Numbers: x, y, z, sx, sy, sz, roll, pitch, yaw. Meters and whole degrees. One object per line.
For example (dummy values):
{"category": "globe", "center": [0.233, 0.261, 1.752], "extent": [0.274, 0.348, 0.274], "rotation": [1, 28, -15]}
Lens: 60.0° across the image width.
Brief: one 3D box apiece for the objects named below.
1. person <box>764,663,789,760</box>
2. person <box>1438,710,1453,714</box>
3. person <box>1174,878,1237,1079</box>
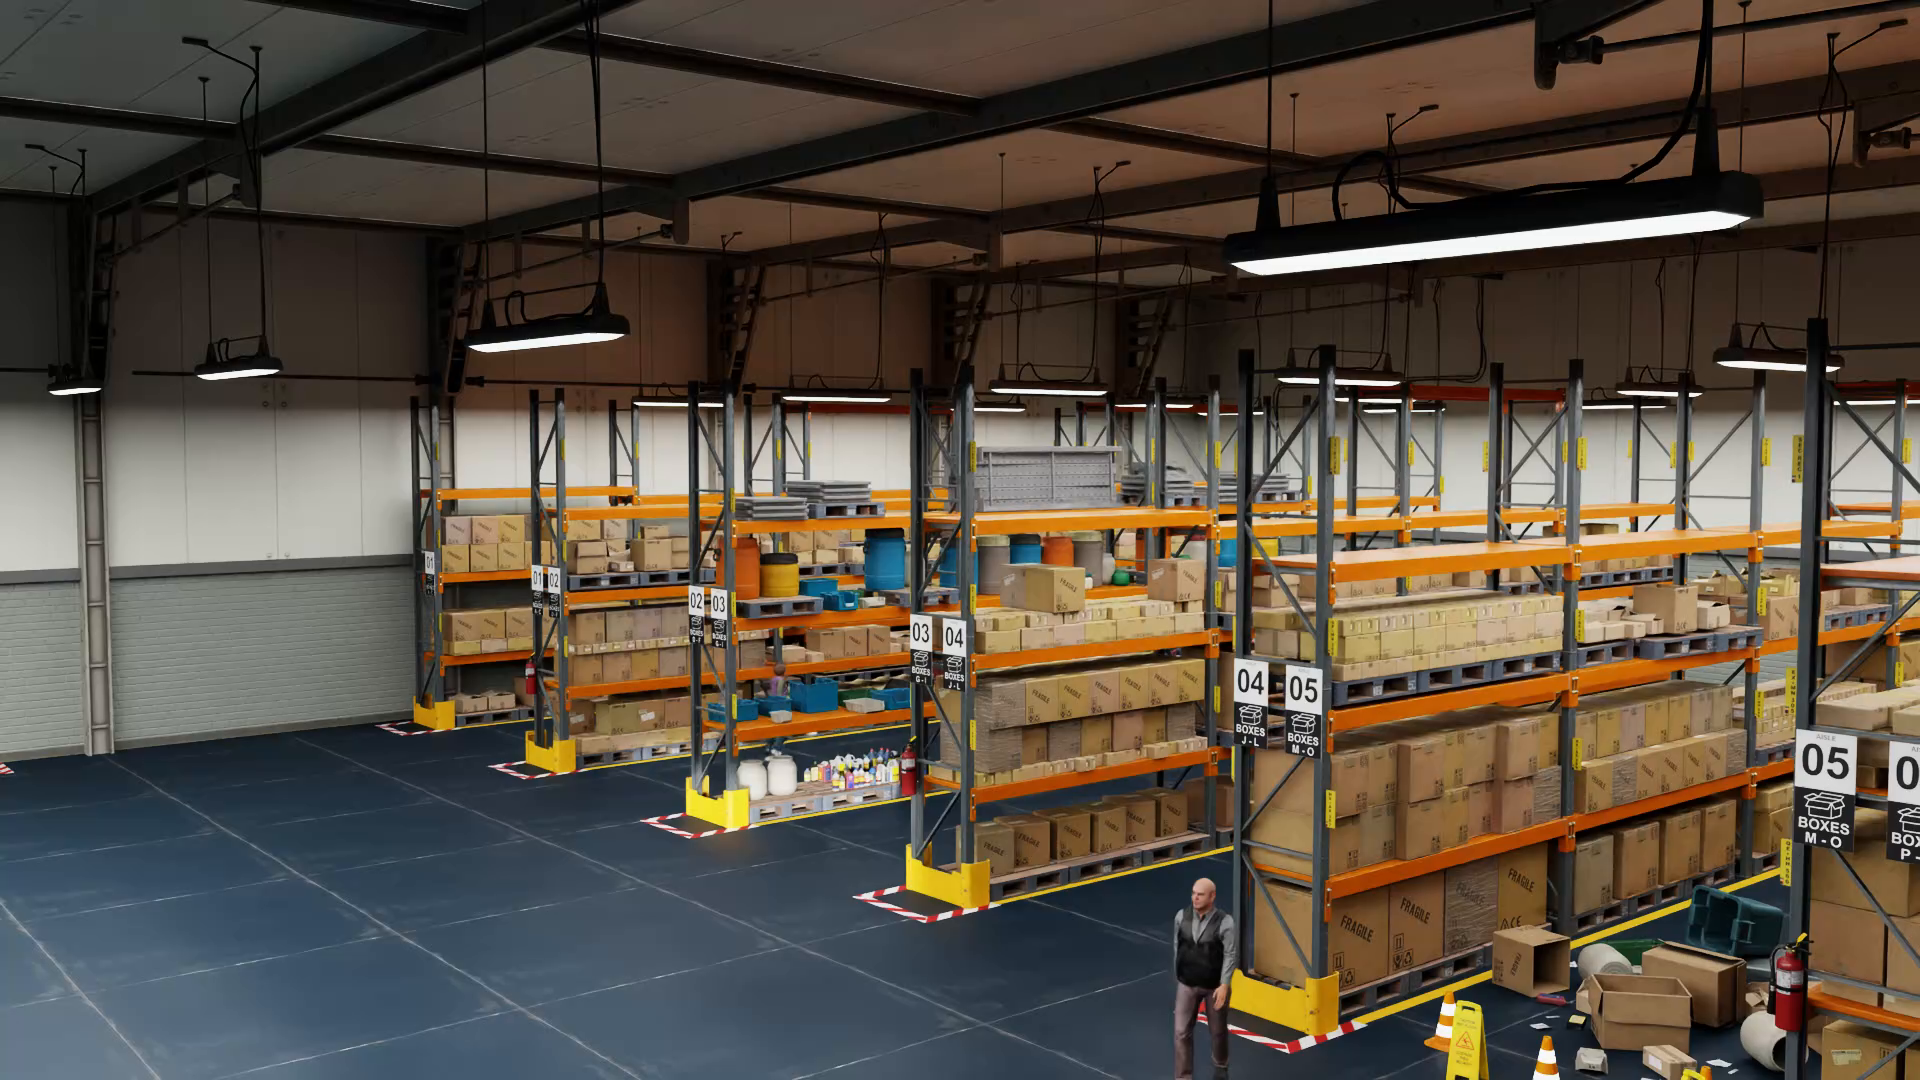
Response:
{"category": "person", "center": [-2.957, 2.773, 26.889], "extent": [0.464, 1.584, 0.447], "rotation": [-2, 4, -29]}
{"category": "person", "center": [6.672, 2.980, 22.361], "extent": [0.678, 1.740, 0.636], "rotation": [-2, 4, -26]}
{"category": "person", "center": [1.920, 3.532, 13.150], "extent": [0.557, 1.712, 0.846], "rotation": [2, 4, 25]}
